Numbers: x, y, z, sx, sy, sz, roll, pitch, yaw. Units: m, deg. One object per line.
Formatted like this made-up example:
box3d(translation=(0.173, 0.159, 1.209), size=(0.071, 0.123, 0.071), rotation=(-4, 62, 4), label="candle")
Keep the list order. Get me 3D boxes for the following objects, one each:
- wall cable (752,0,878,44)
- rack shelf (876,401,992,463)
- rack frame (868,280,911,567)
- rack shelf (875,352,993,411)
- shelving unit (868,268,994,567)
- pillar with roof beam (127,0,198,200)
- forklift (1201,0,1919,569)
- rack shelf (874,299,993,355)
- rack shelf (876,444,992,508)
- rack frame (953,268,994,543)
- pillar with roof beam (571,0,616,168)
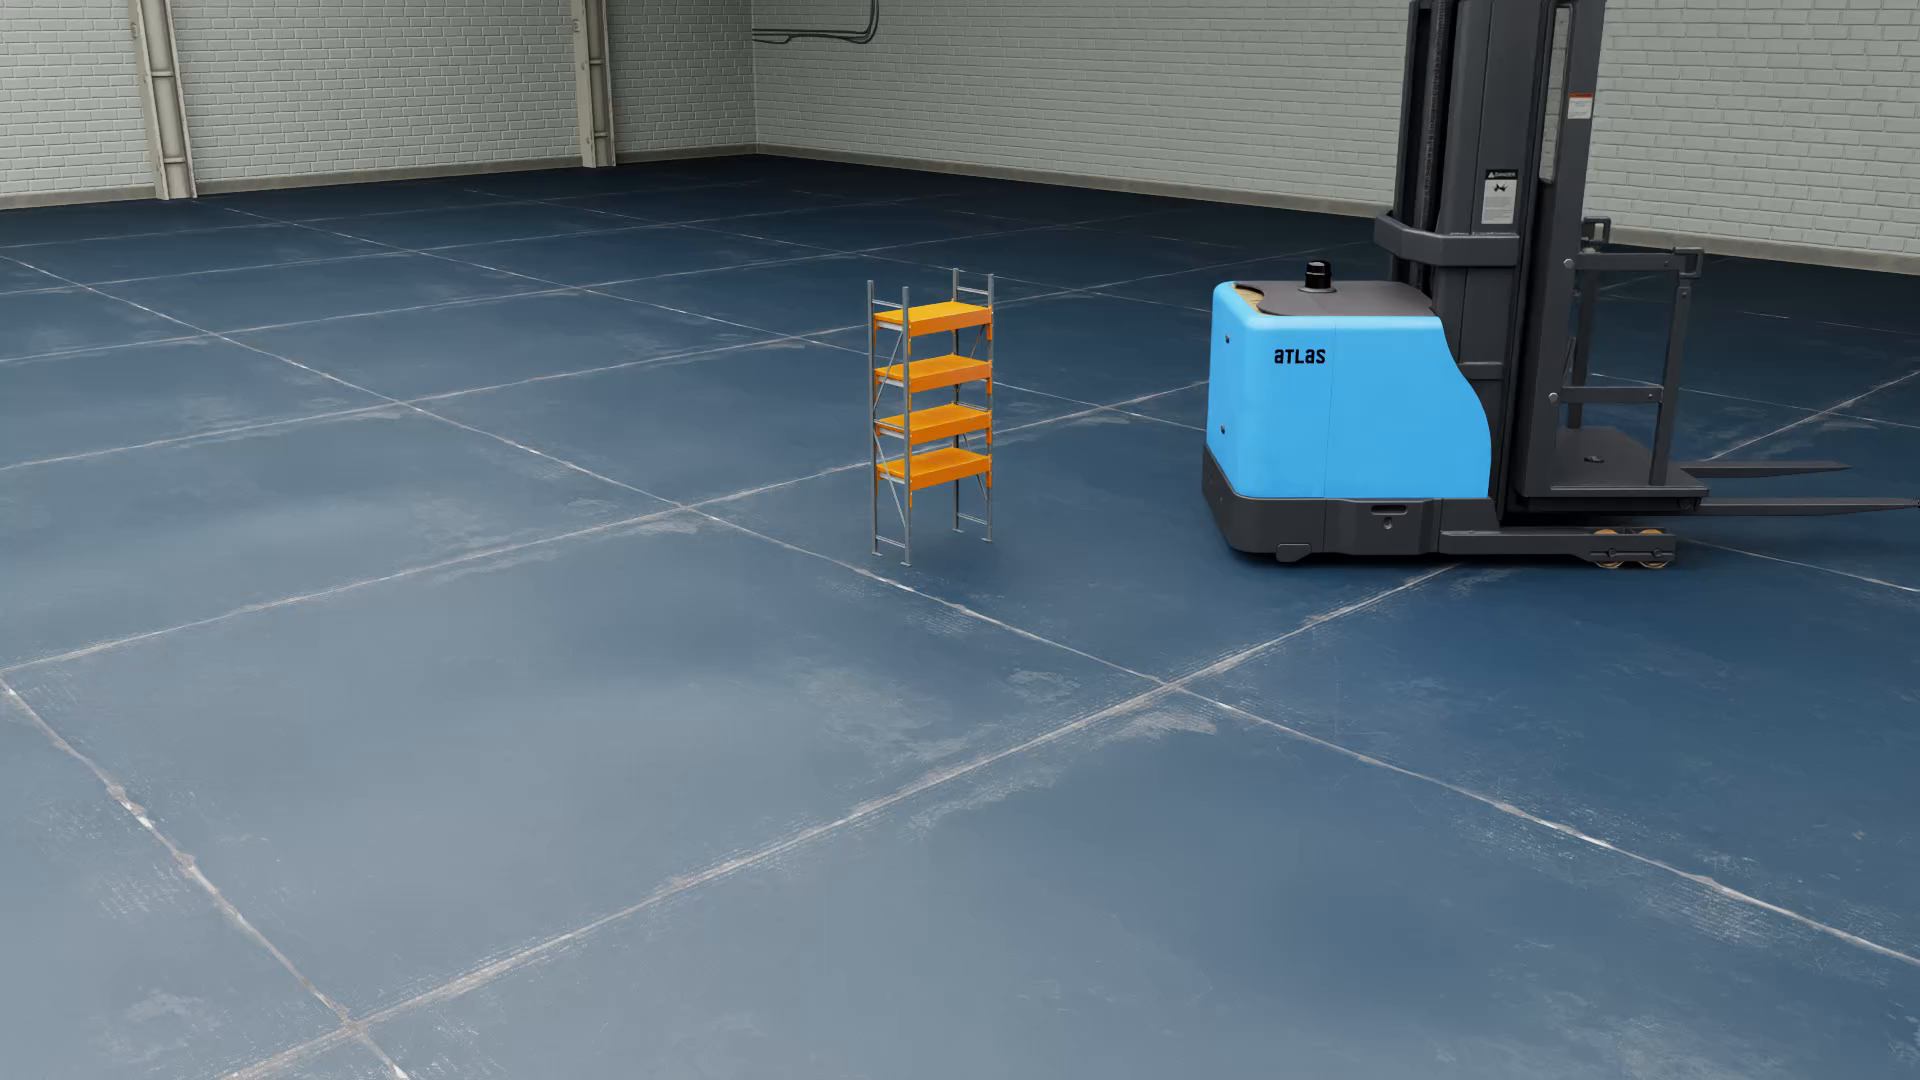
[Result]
box3d(translation=(-2.255, -8.628, 24.541), size=(0.112, 2.526, 3.097), rotation=(-16, 24, -41), label="wall cable")
box3d(translation=(-0.120, -0.472, 7.212), size=(0.480, 0.148, 0.258), rotation=(-16, 24, -41), label="rack shelf")
box3d(translation=(-0.298, -0.484, 7.032), size=(0.015, 1.200, 0.240), rotation=(-16, 24, -41), label="rack frame")
box3d(translation=(-0.120, -0.684, 7.143), size=(0.480, 0.148, 0.258), rotation=(-16, 24, -41), label="rack shelf")
box3d(translation=(-0.120, -0.536, 7.191), size=(0.503, 1.200, 0.258), rotation=(-16, 24, -41), label="shelving unit")
box3d(translation=(-6.706, -7.541, 16.154), size=(0.400, 9.000, 9.100), rotation=(-16, 24, -41), label="pillar with roof beam")
box3d(translation=(2.677, -1.435, 7.159), size=(3.031, 2.935, 1.130), rotation=(0, 18, 0), label="forklift")
box3d(translation=(-0.120, -0.909, 7.070), size=(0.480, 0.148, 0.258), rotation=(-16, 24, -41), label="rack shelf")
box3d(translation=(-0.120, -0.283, 7.273), size=(0.480, 0.148, 0.258), rotation=(-16, 24, -41), label="rack shelf")
box3d(translation=(0.057, -0.587, 7.351), size=(0.015, 1.200, 0.240), rotation=(-16, 24, -41), label="rack frame")
box3d(translation=(-2.346, -8.813, 20.075), size=(0.400, 9.000, 9.100), rotation=(-16, 24, -41), label="pillar with roof beam")
